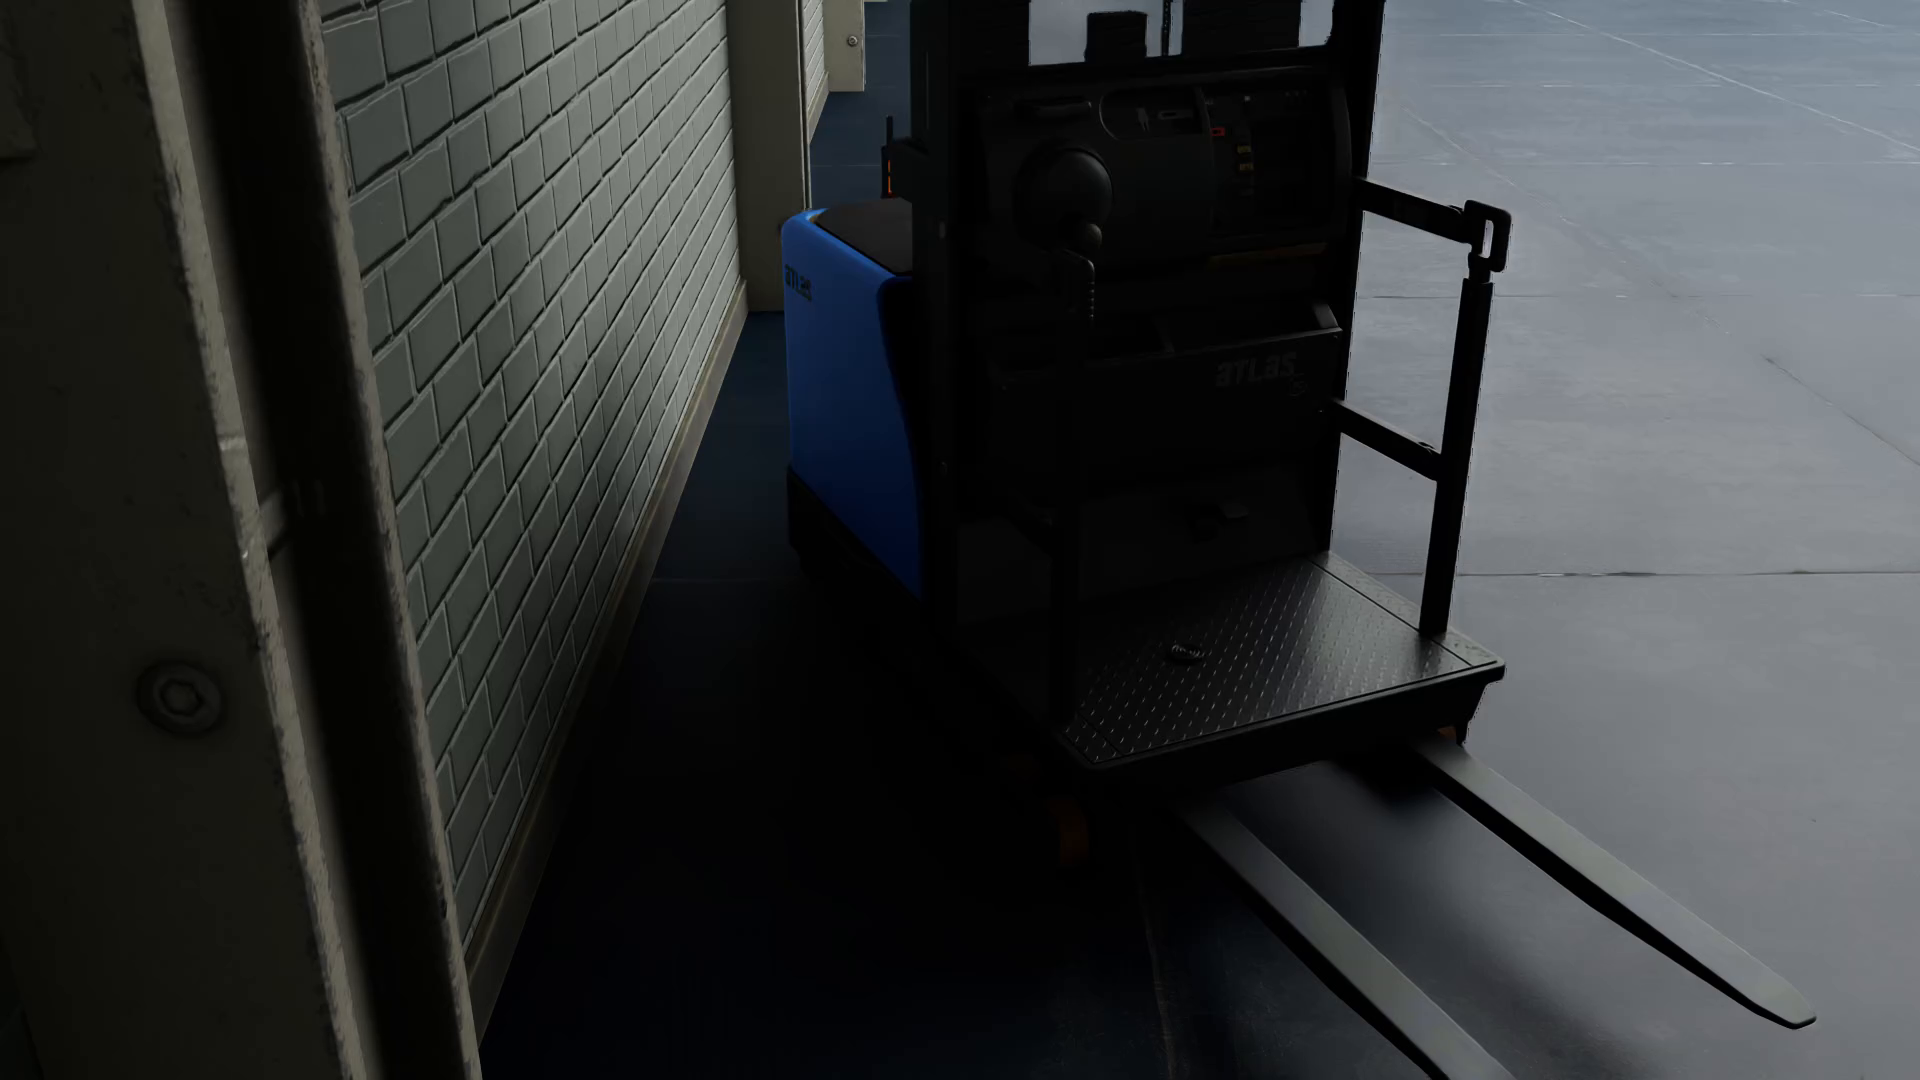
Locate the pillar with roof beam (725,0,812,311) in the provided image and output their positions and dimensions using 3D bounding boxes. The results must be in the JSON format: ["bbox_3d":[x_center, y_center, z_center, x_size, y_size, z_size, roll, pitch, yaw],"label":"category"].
[{"bbox_3d":[3.460,-5.240,5.916,9.100,9.000,0.400,0,24,-1],"label":"pillar with roof beam"}]

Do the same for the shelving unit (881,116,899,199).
[{"bbox_3d":[-0.115,-0.717,5.380,0.258,1.200,0.503,0,24,0],"label":"shelving unit"}]

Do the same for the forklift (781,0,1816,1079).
[{"bbox_3d":[0.553,-0.814,3.494,1.130,2.935,3.031,-11,26,-22],"label":"forklift"}]

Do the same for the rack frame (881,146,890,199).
[{"bbox_3d":[-0.113,-0.617,5.158,0.240,1.200,0.015,0,24,0],"label":"rack frame"}]

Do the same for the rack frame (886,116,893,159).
[{"bbox_3d":[-0.117,-0.818,5.603,0.240,1.200,0.015,0,24,0],"label":"rack frame"}]

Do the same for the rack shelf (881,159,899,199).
[{"bbox_3d":[-0.115,-1.076,5.218,0.258,0.148,0.480,0,24,0],"label":"rack shelf"}]

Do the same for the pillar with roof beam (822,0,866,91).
[{"bbox_3d":[3.395,-7.713,11.383,9.100,9.000,0.400,0,24,-1],"label":"pillar with roof beam"}]

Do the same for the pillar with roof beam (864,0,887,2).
[{"bbox_3d":[3.329,-10.185,16.849,9.100,9.000,0.400,0,24,-1],"label":"pillar with roof beam"}]
